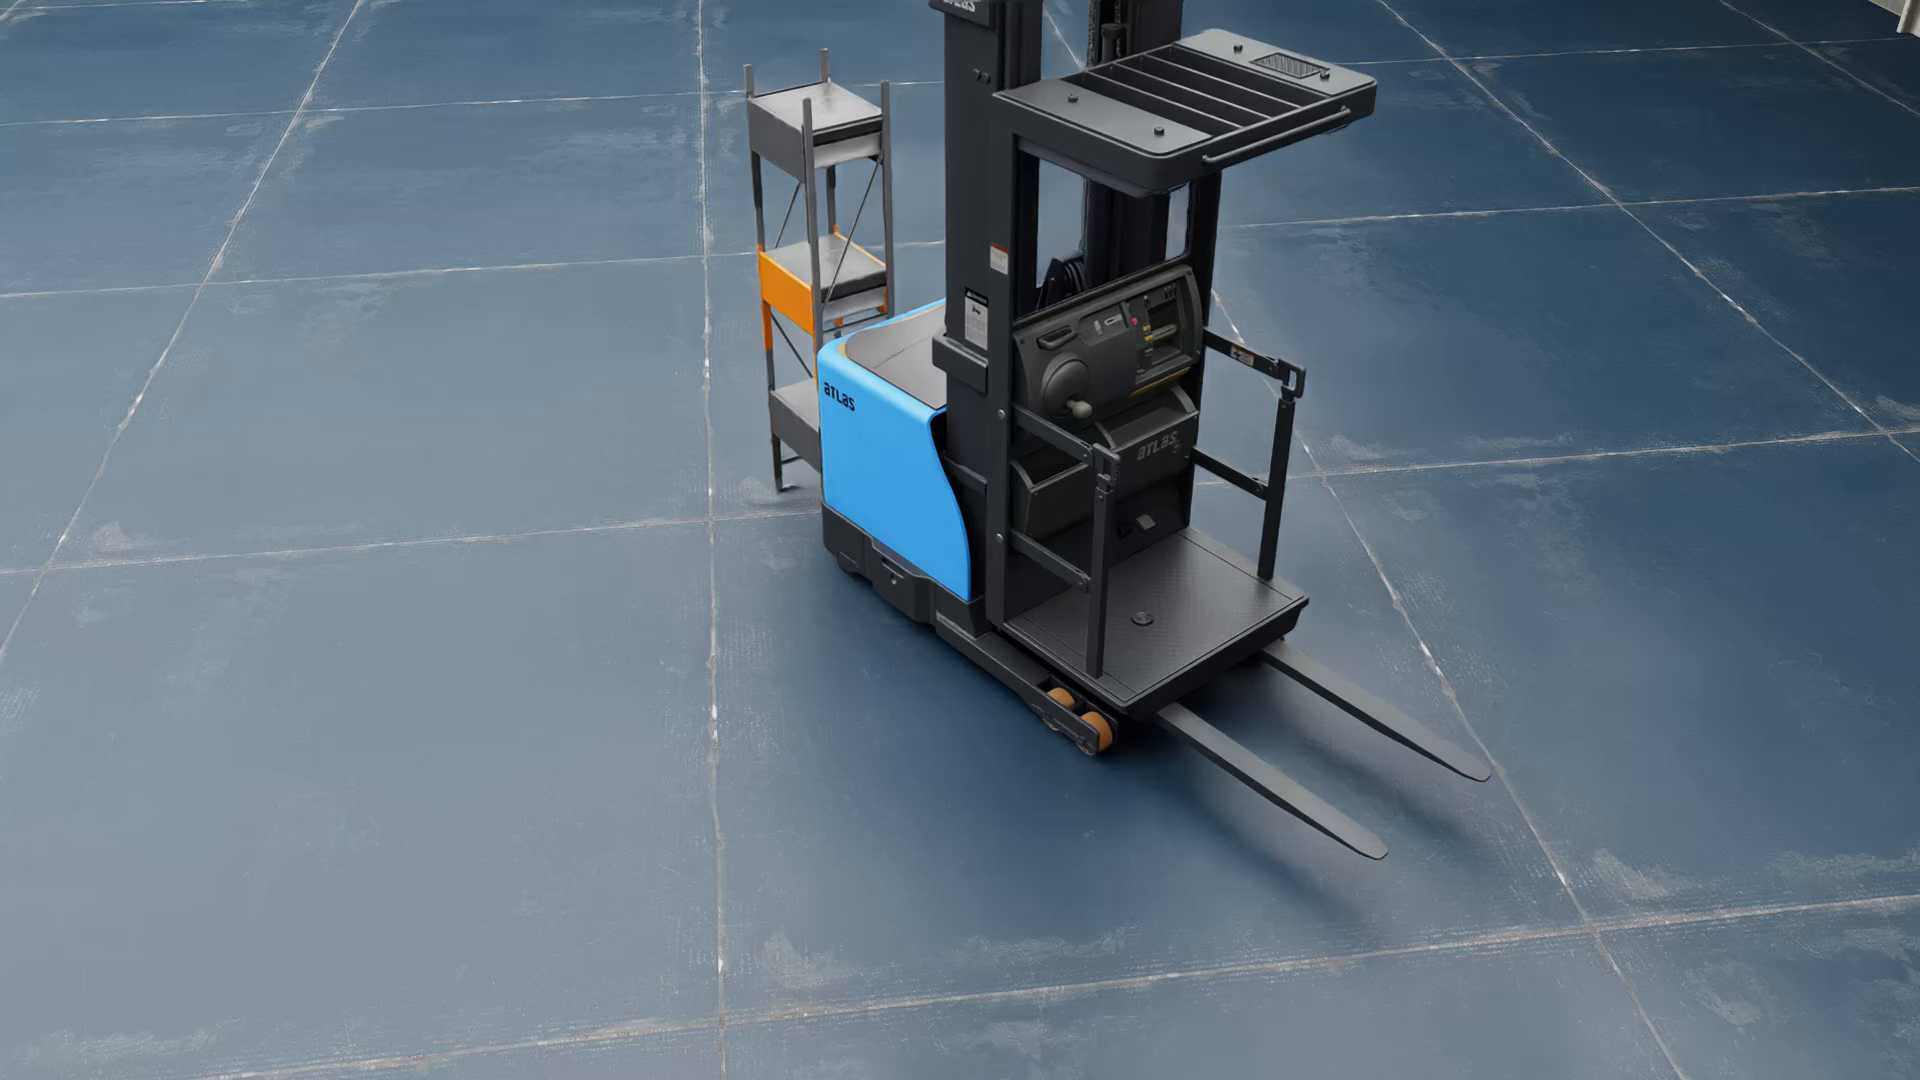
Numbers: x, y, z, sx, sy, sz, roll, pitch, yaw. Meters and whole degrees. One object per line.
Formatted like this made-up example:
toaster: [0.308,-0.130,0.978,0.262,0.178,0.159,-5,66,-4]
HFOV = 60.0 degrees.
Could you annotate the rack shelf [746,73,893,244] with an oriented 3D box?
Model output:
rack shelf: [-0.594,-1.622,7.047,0.431,0.518,0.480,-21,39,-28]

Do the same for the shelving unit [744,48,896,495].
shelving unit: [-0.594,-1.055,7.434,0.431,2.100,0.503,-21,39,-28]

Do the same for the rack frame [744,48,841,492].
rack frame: [-0.731,-1.169,7.601,0.400,2.100,0.015,-21,39,-28]

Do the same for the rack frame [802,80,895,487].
rack frame: [-0.457,-0.942,7.267,0.400,2.100,0.015,-21,39,-28]

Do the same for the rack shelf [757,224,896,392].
rack shelf: [-0.594,-1.044,7.442,0.431,0.518,0.480,-21,39,-28]

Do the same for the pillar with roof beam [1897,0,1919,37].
pillar with roof beam: [3.838,-7.606,10.920,9.100,9.000,0.400,-4,35,-6]

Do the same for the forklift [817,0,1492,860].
forklift: [0.714,-0.693,6.165,1.130,2.935,3.031,-26,42,-32]

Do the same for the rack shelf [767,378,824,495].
rack shelf: [-0.594,-0.466,7.836,0.431,0.518,0.480,-21,39,-28]
